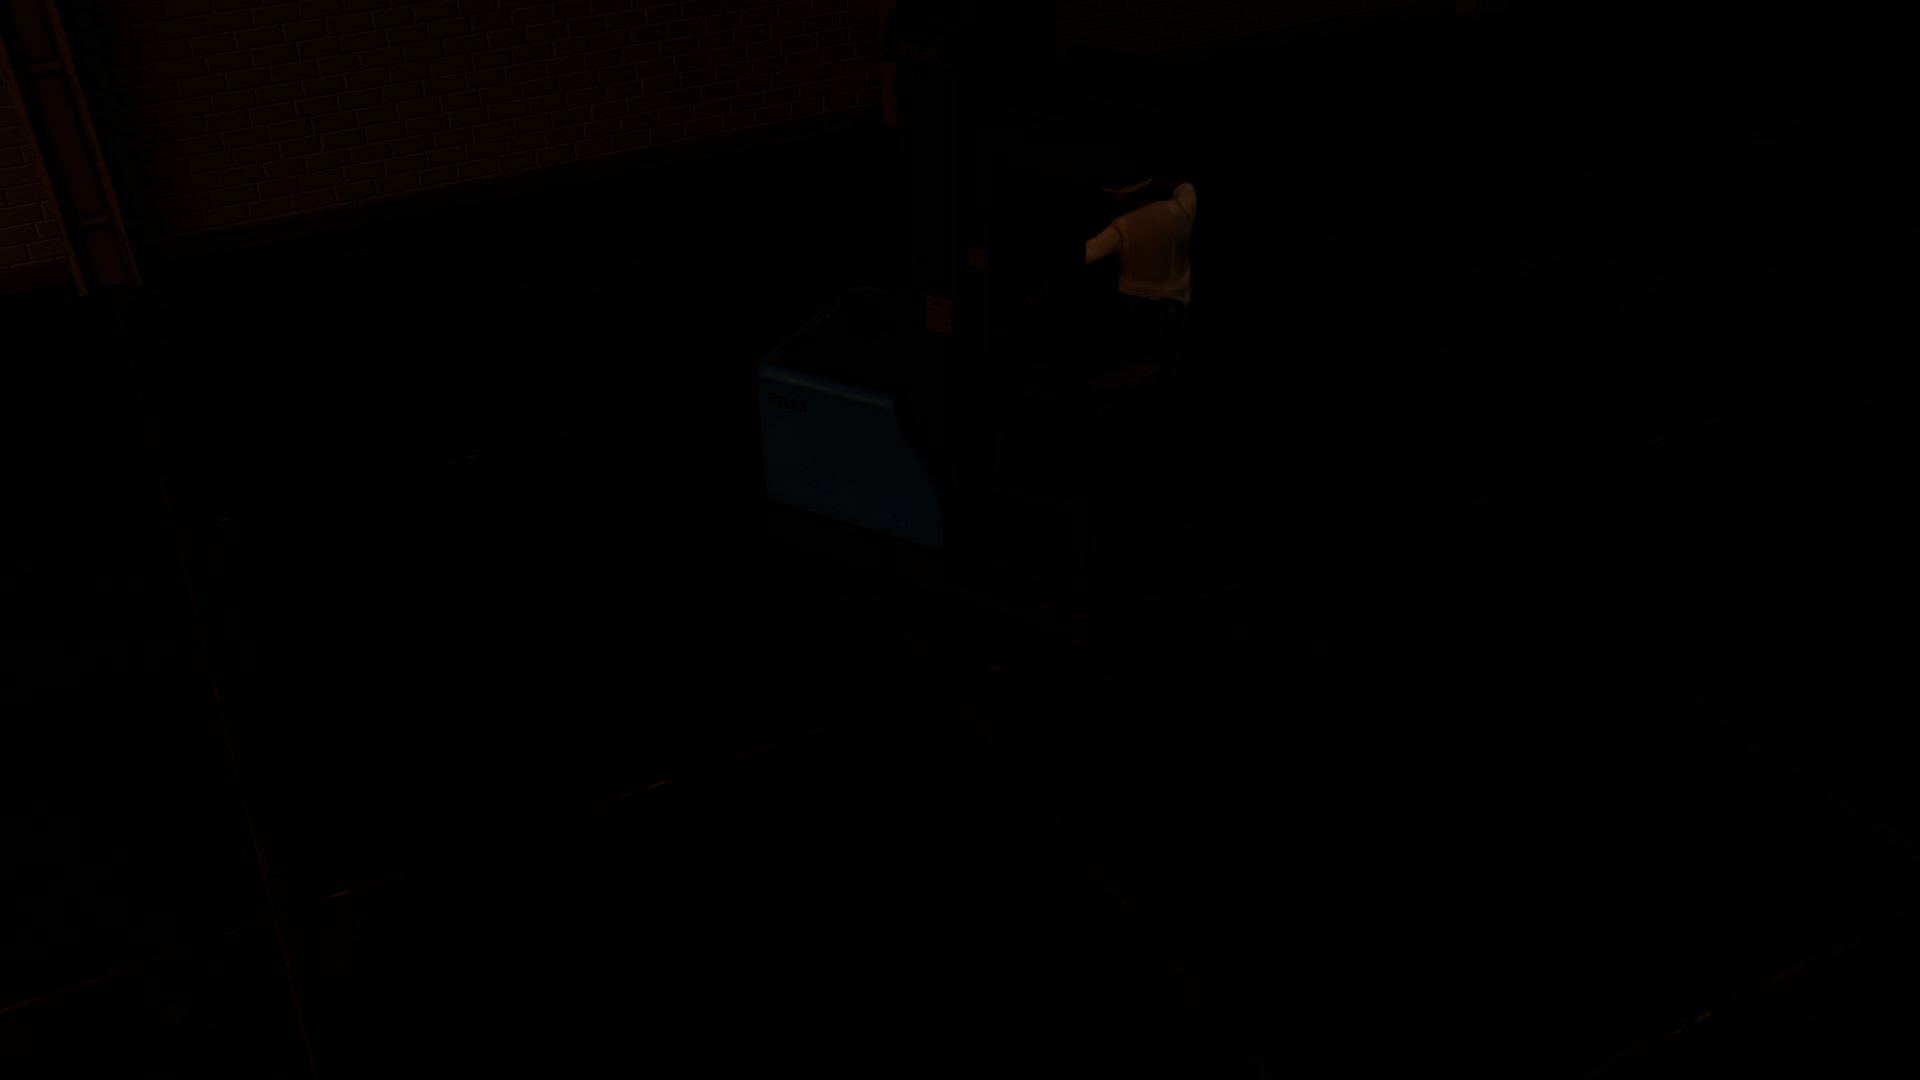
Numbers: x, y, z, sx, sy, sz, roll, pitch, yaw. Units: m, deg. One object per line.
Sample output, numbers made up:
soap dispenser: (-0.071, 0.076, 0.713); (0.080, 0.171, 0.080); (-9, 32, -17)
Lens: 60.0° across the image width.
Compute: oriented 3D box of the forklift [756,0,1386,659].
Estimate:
forklift: (0.548, -1.041, 7.596); (3.031, 2.935, 1.130); (16, 38, 21)

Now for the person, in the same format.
person: (0.929, -1.507, 9.534); (0.839, 1.502, 0.973); (20, 40, 26)
